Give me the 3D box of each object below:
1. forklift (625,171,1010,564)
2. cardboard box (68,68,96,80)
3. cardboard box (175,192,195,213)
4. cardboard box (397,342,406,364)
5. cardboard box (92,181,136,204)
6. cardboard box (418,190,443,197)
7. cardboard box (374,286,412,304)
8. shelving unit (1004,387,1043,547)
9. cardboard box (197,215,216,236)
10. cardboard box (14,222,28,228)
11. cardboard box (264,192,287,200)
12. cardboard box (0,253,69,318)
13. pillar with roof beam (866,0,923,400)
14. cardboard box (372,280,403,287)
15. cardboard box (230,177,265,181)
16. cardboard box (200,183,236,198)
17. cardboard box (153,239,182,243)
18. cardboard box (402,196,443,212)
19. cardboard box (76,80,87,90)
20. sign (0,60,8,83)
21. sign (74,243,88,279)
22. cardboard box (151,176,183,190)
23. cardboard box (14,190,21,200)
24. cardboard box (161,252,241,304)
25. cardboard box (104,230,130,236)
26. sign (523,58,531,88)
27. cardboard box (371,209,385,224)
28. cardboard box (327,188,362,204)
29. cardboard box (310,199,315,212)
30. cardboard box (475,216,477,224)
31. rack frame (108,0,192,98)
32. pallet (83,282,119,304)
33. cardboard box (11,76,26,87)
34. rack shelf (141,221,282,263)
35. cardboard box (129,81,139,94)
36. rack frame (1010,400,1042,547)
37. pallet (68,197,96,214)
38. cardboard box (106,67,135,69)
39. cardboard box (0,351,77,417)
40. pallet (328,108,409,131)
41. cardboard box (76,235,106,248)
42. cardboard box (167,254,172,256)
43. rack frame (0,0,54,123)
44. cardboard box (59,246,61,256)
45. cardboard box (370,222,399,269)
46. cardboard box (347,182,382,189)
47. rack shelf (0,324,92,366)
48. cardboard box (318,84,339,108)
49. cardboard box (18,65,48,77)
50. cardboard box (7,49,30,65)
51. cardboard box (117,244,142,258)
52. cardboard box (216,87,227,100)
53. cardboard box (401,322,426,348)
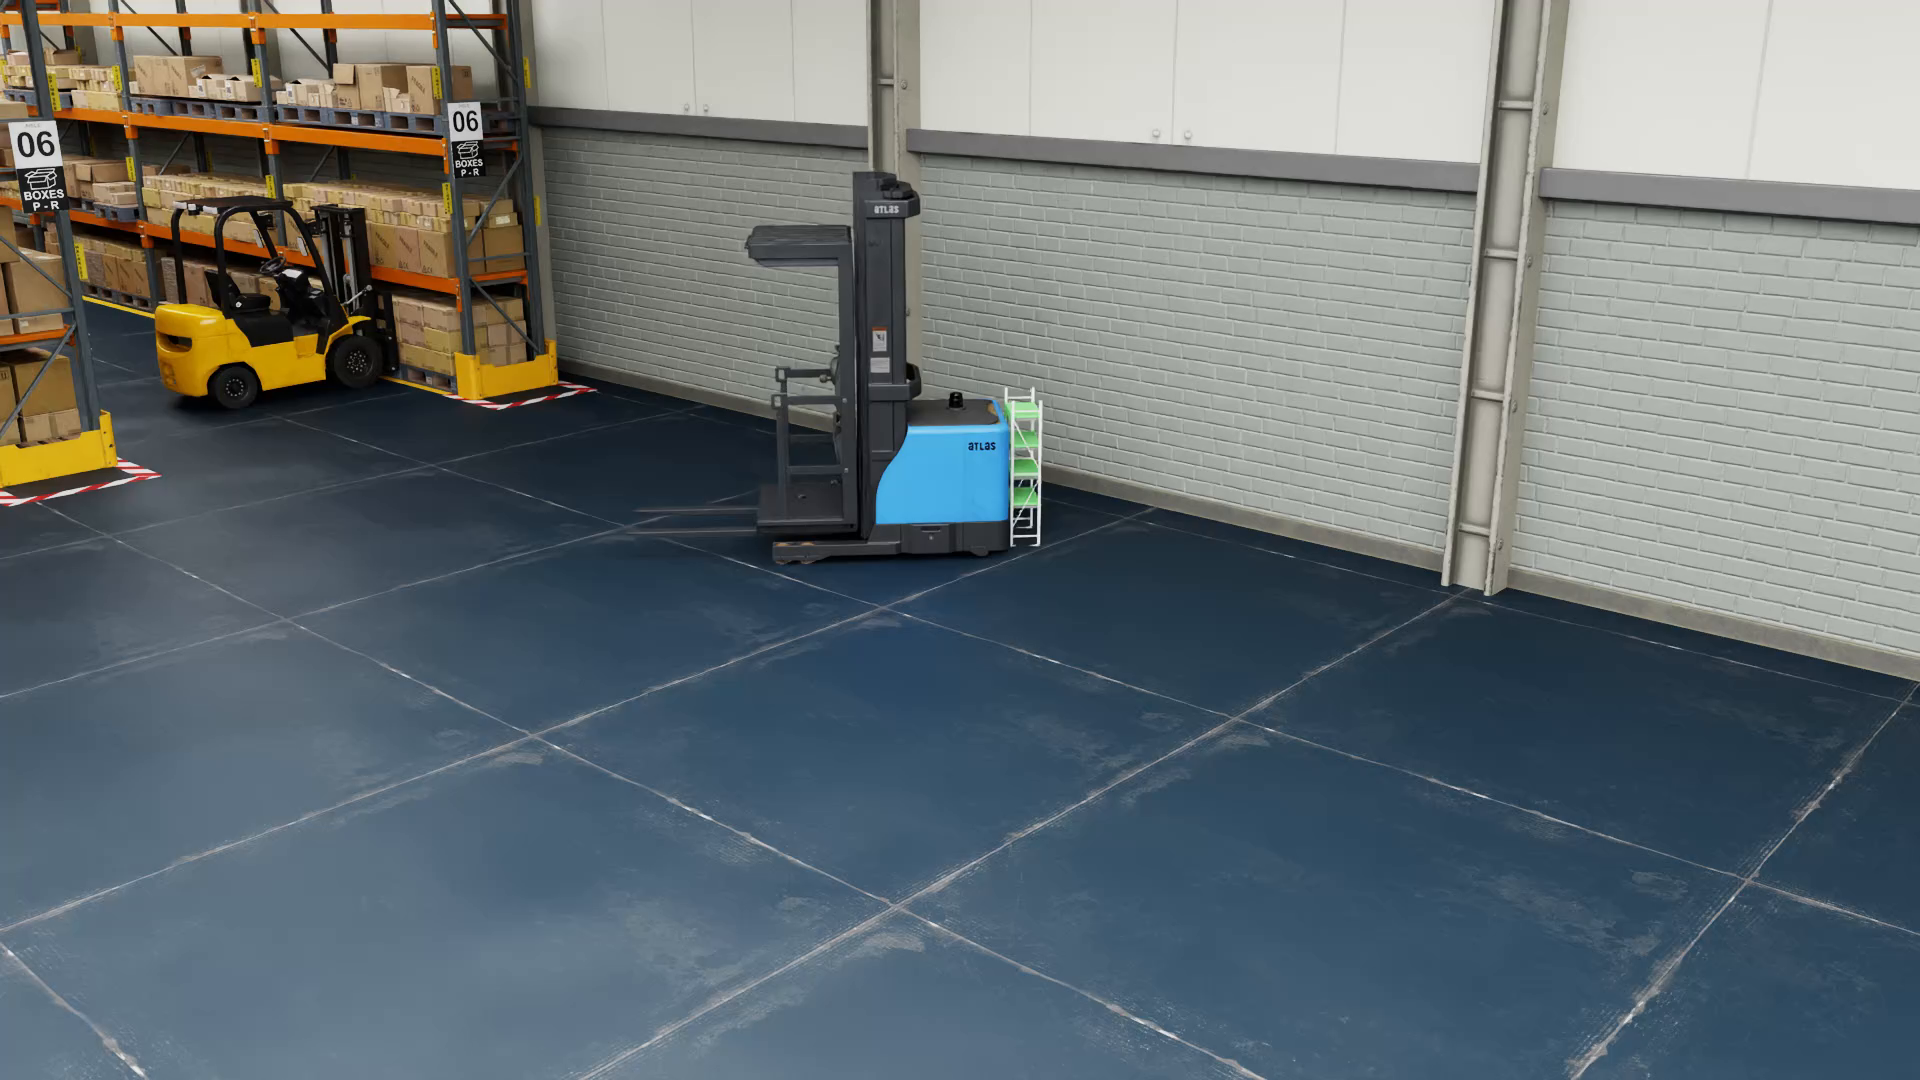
[{"bbox_3d":[-1.144,-1.372,13.089,3.031,2.935,1.130,-1,18,-4],"label":"forklift"},{"bbox_3d":[-12.582,-6.713,23.944,0.250,0.149,0.380,15,23,39],"label":"cardboard box"},{"bbox_3d":[-10.235,-4.573,22.483,0.500,0.250,0.500,14,23,38],"label":"cardboard box"},{"bbox_3d":[-6.470,-2.271,19.660,0.500,0.250,0.500,15,23,40],"label":"cardboard box"},{"bbox_3d":[-12.162,-5.028,24.048,0.500,0.250,0.500,14,22,37],"label":"cardboard box"},{"bbox_3d":[-6.184,-4.054,19.697,0.250,0.149,0.380,14,23,38],"label":"cardboard box"},{"bbox_3d":[-6.870,-2.846,19.818,0.500,0.250,0.500,14,23,38],"label":"cardboard box"},{"bbox_3d":[0.507,-0.598,13.512,0.258,1.200,0.503,-1,18,-4],"label":"shelving unit"},{"bbox_3d":[-9.839,-4.236,22.248,0.500,0.250,0.500,16,24,41],"label":"cardboard box"},{"bbox_3d":[-16.134,-5.051,28.005,0.500,0.500,0.700,16,24,41],"label":"cardboard box"},{"bbox_3d":[-8.569,-4.332,21.066,0.250,0.149,0.380,16,24,41],"label":"cardboard box"},{"bbox_3d":[-8.637,-2.378,15.488,0.500,0.500,0.500,15,23,38],"label":"cardboard box"},{"bbox_3d":[-3.467,-4.179,11.902,0.400,9.000,9.100,15,23,39],"label":"pillar with roof beam"},{"bbox_3d":[-6.912,-3.065,20.510,0.500,0.250,0.500,15,23,40],"label":"cardboard box"},{"bbox_3d":[-9.742,-4.870,22.760,0.250,0.149,0.380,15,23,38],"label":"cardboard box"},{"bbox_3d":[-9.794,-4.618,21.966,0.250,0.149,0.380,14,23,38],"label":"cardboard box"},{"bbox_3d":[-11.903,-4.420,24.947,0.250,0.149,0.380,14,22,37],"label":"cardboard box"},{"bbox_3d":[-6.138,-3.833,19.000,0.250,0.149,0.380,15,23,40],"label":"cardboard box"},{"bbox_3d":[-12.528,-6.590,24.047,0.250,0.149,0.380,16,24,41],"label":"cardboard box"},{"bbox_3d":[-14.504,-7.115,25.260,0.005,0.325,0.100,15,23,39],"label":"sign"},{"bbox_3d":[-8.107,-2.566,15.306,0.005,0.325,0.100,15,23,39],"label":"sign"},{"bbox_3d":[-10.915,-4.933,22.960,0.250,0.149,0.380,16,23,40],"label":"cardboard box"},{"bbox_3d":[-14.765,-5.498,26.392,0.250,0.149,0.380,16,24,41],"label":"cardboard box"},{"bbox_3d":[-10.701,-3.700,23.544,0.625,0.625,0.875,16,24,41],"label":"cardboard box"},{"bbox_3d":[-13.086,-4.729,25.919,0.250,0.149,0.380,14,22,37],"label":"cardboard box"},{"bbox_3d":[-4.802,-5.162,18.385,0.005,0.325,0.100,15,23,39],"label":"sign"},{"bbox_3d":[-6.596,-3.769,19.292,0.250,0.149,0.380,15,23,40],"label":"cardboard box"},{"bbox_3d":[-7.336,-4.122,19.913,0.250,0.149,0.380,15,23,38],"label":"cardboard box"},{"bbox_3d":[-7.694,-4.093,20.312,0.250,0.149,0.380,15,23,39],"label":"cardboard box"},{"bbox_3d":[-5.483,-3.673,18.988,0.250,0.149,0.380,15,23,39],"label":"cardboard box"},{"bbox_3d":[-11.158,-7.620,22.745,0.127,3.000,1.000,15,23,39],"label":"rack frame"},{"bbox_3d":[-12.600,-3.835,25.346,1.213,0.211,1.003,15,23,39],"label":"pallet"},{"bbox_3d":[-14.020,-6.911,25.028,0.250,0.149,0.380,15,23,40],"label":"cardboard box"},{"bbox_3d":[-9.662,-4.016,22.496,4.000,0.370,1.077,15,23,39],"label":"rack shelf"},{"bbox_3d":[-11.099,-6.188,22.718,0.250,0.166,0.380,15,23,39],"label":"cardboard box"},{"bbox_3d":[0.527,-0.524,13.280,0.240,1.200,0.015,-1,18,-4],"label":"rack frame"},{"bbox_3d":[-12.616,-5.058,24.909,1.213,0.211,1.003,15,23,39],"label":"pallet"},{"bbox_3d":[-12.238,-6.828,24.305,0.250,0.149,0.380,15,23,39],"label":"cardboard box"},{"bbox_3d":[-8.904,-1.506,16.011,0.500,0.500,0.500,14,22,37],"label":"cardboard box"},{"bbox_3d":[-6.603,-4.934,19.388,1.213,0.211,1.003,15,23,39],"label":"pallet"},{"bbox_3d":[-13.224,-4.551,25.360,0.250,0.149,0.380,15,23,39],"label":"cardboard box"},{"bbox_3d":[-11.641,-4.020,24.758,0.500,0.500,0.500,15,23,39],"label":"cardboard box"},{"bbox_3d":[-8.467,-4.890,14.143,0.127,3.000,1.000,15,23,39],"label":"rack frame"},{"bbox_3d":[-13.533,-4.319,25.702,0.500,0.500,0.500,15,23,39],"label":"cardboard box"},{"bbox_3d":[-6.482,-3.450,19.359,0.500,0.500,0.500,14,23,38],"label":"cardboard box"},{"bbox_3d":[-7.360,-4.350,20.631,0.250,0.149,0.380,15,23,39],"label":"cardboard box"},{"bbox_3d":[-9.962,-2.089,16.424,4.000,0.370,1.077,15,23,39],"label":"rack shelf"},{"bbox_3d":[-7.258,-5.204,19.454,0.258,0.266,0.396,14,23,38],"label":"cardboard box"},{"bbox_3d":[-13.809,-7.006,24.833,0.250,0.149,0.380,14,23,38],"label":"cardboard box"},{"bbox_3d":[-14.156,-7.321,25.142,0.258,0.266,0.396,15,23,39],"label":"cardboard box"},{"bbox_3d":[-12.088,-4.231,24.350,0.250,0.149,0.380,14,22,37],"label":"cardboard box"},{"bbox_3d":[-9.190,-5.667,21.107,0.250,0.149,0.380,15,23,39],"label":"cardboard box"},{"bbox_3d":[-6.114,-2.412,19.278,0.500,0.250,0.500,15,23,39],"label":"cardboard box"}]
